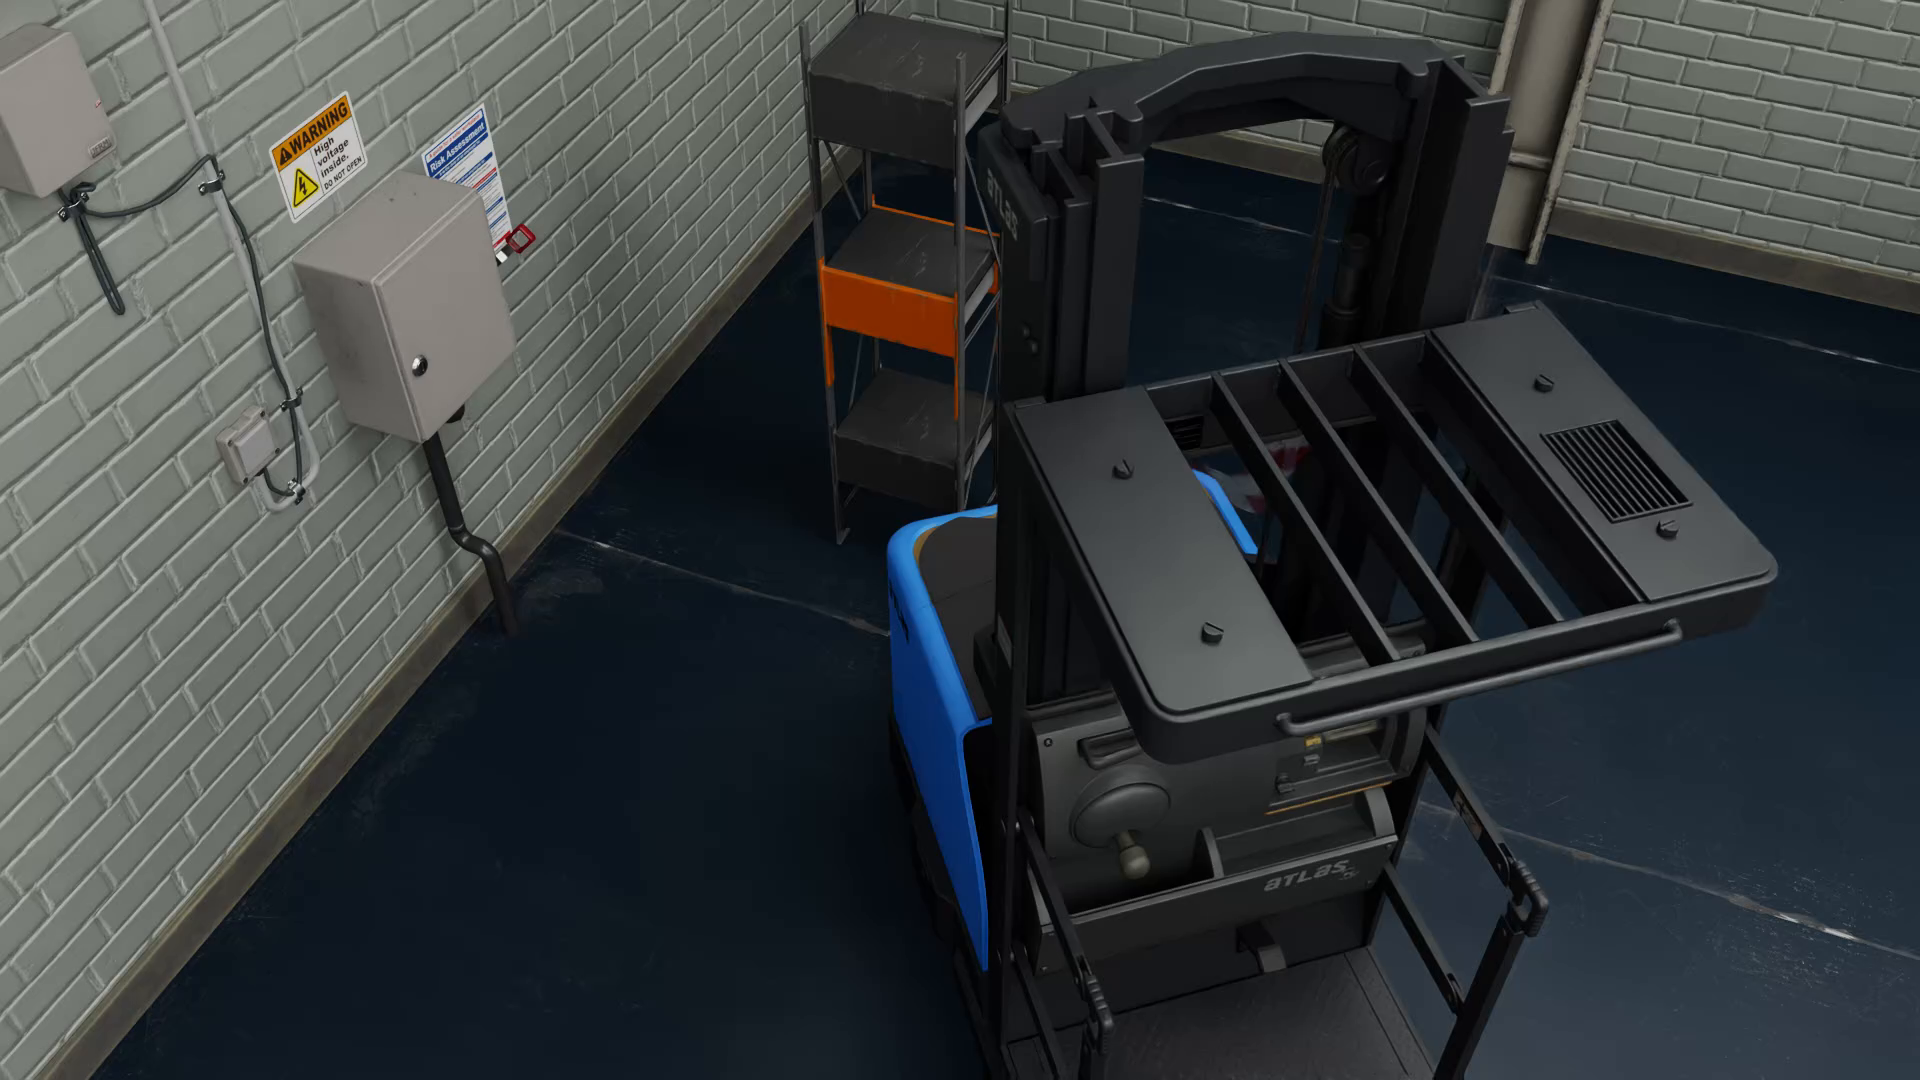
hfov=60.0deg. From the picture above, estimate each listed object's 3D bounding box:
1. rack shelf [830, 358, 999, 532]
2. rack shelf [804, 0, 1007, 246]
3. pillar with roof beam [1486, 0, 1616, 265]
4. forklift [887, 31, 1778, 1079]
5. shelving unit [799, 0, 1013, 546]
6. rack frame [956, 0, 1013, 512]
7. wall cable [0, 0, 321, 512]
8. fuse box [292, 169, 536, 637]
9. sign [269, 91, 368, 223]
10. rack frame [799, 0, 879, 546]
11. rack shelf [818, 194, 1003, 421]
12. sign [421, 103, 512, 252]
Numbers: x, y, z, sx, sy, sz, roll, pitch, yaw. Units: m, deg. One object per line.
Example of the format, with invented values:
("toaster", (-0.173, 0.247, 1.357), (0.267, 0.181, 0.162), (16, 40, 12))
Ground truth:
("rack shelf", (-0.153, -0.283, 6.058), (0.480, 0.518, 0.431), (16, 47, 16))
("rack shelf", (-0.153, -1.276, 5.070), (0.480, 0.518, 0.431), (16, 47, 16))
("pillar with roof beam", (0.819, -1.780, 1.659), (0.400, 9.000, 9.100), (16, 47, 16))
("forklift", (0.681, 0.582, 3.587), (1.130, 2.935, 3.031), (-12, 46, -12))
("shelving unit", (-0.153, -0.789, 5.555), (0.503, 2.100, 0.431), (16, 47, 16))
("rack frame", (0.072, -0.723, 5.488), (0.015, 2.100, 0.400), (16, 47, 16))
("wall cable", (-1.967, -0.707, 4.114), (0.122, 1.984, 0.588), (16, 47, 16))
("fuse box", (-1.559, -0.292, 5.330), (0.414, 1.711, 0.539), (16, 47, 16))
("sign", (-1.772, -1.061, 4.605), (0.001, 0.242, 0.339), (16, 47, 16))
("rack frame", (-0.378, -0.856, 5.621), (0.015, 2.100, 0.400), (16, 47, 16))
("rack shelf", (-0.153, -0.780, 5.564), (0.480, 0.518, 0.431), (16, 47, 16))
("sign", (-1.560, -1.093, 5.289), (0.001, 0.494, 0.329), (16, 47, 16))
